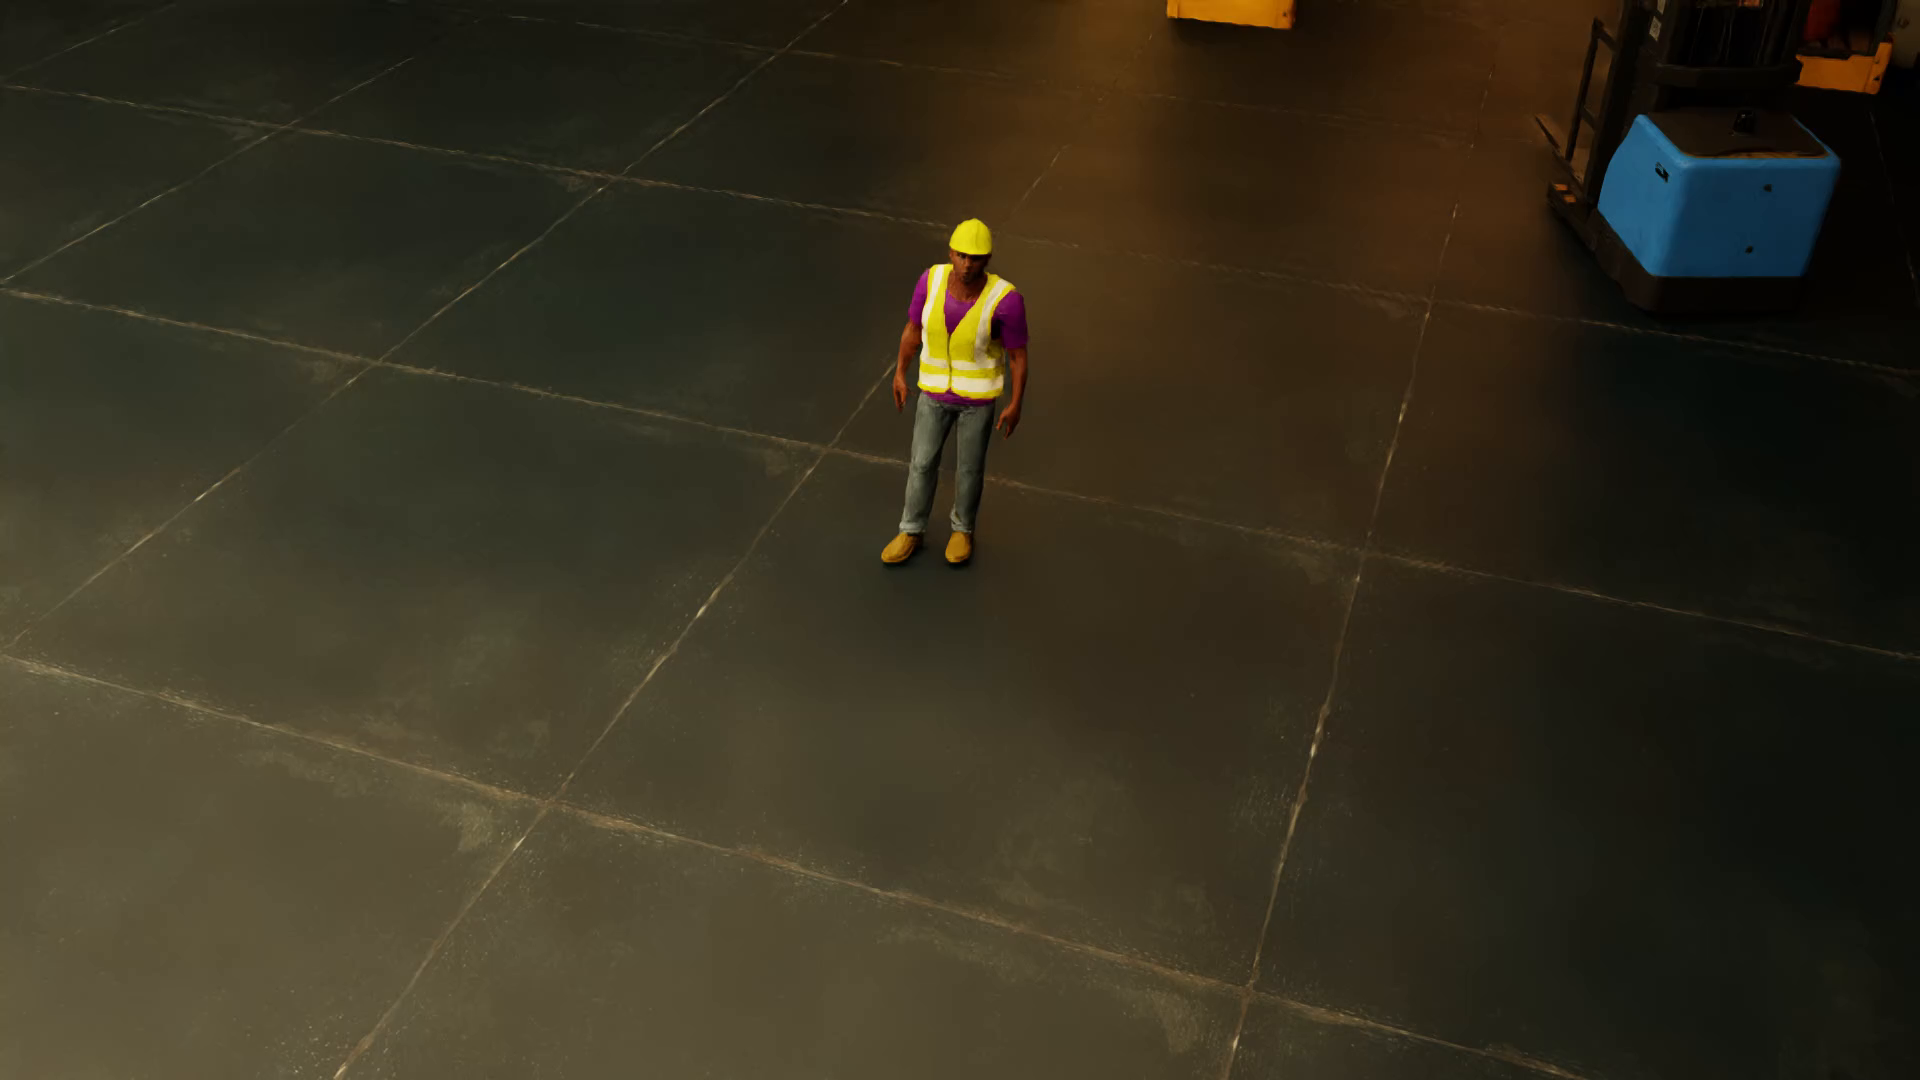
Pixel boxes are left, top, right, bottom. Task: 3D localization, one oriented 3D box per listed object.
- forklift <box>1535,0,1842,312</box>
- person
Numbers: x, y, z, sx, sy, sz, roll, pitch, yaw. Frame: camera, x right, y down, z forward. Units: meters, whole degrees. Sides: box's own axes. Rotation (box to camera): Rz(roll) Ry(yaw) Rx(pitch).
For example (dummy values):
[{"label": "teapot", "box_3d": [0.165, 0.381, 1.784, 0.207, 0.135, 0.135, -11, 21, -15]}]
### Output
[{"label": "forklift", "box_3d": [4.831, -3.466, 10.999, 1.130, 2.935, 3.031, 0, 35, 0]}, {"label": "person", "box_3d": [-0.028, -0.689, 8.078, 0.665, 1.766, 0.576, 12, 37, 16]}]
